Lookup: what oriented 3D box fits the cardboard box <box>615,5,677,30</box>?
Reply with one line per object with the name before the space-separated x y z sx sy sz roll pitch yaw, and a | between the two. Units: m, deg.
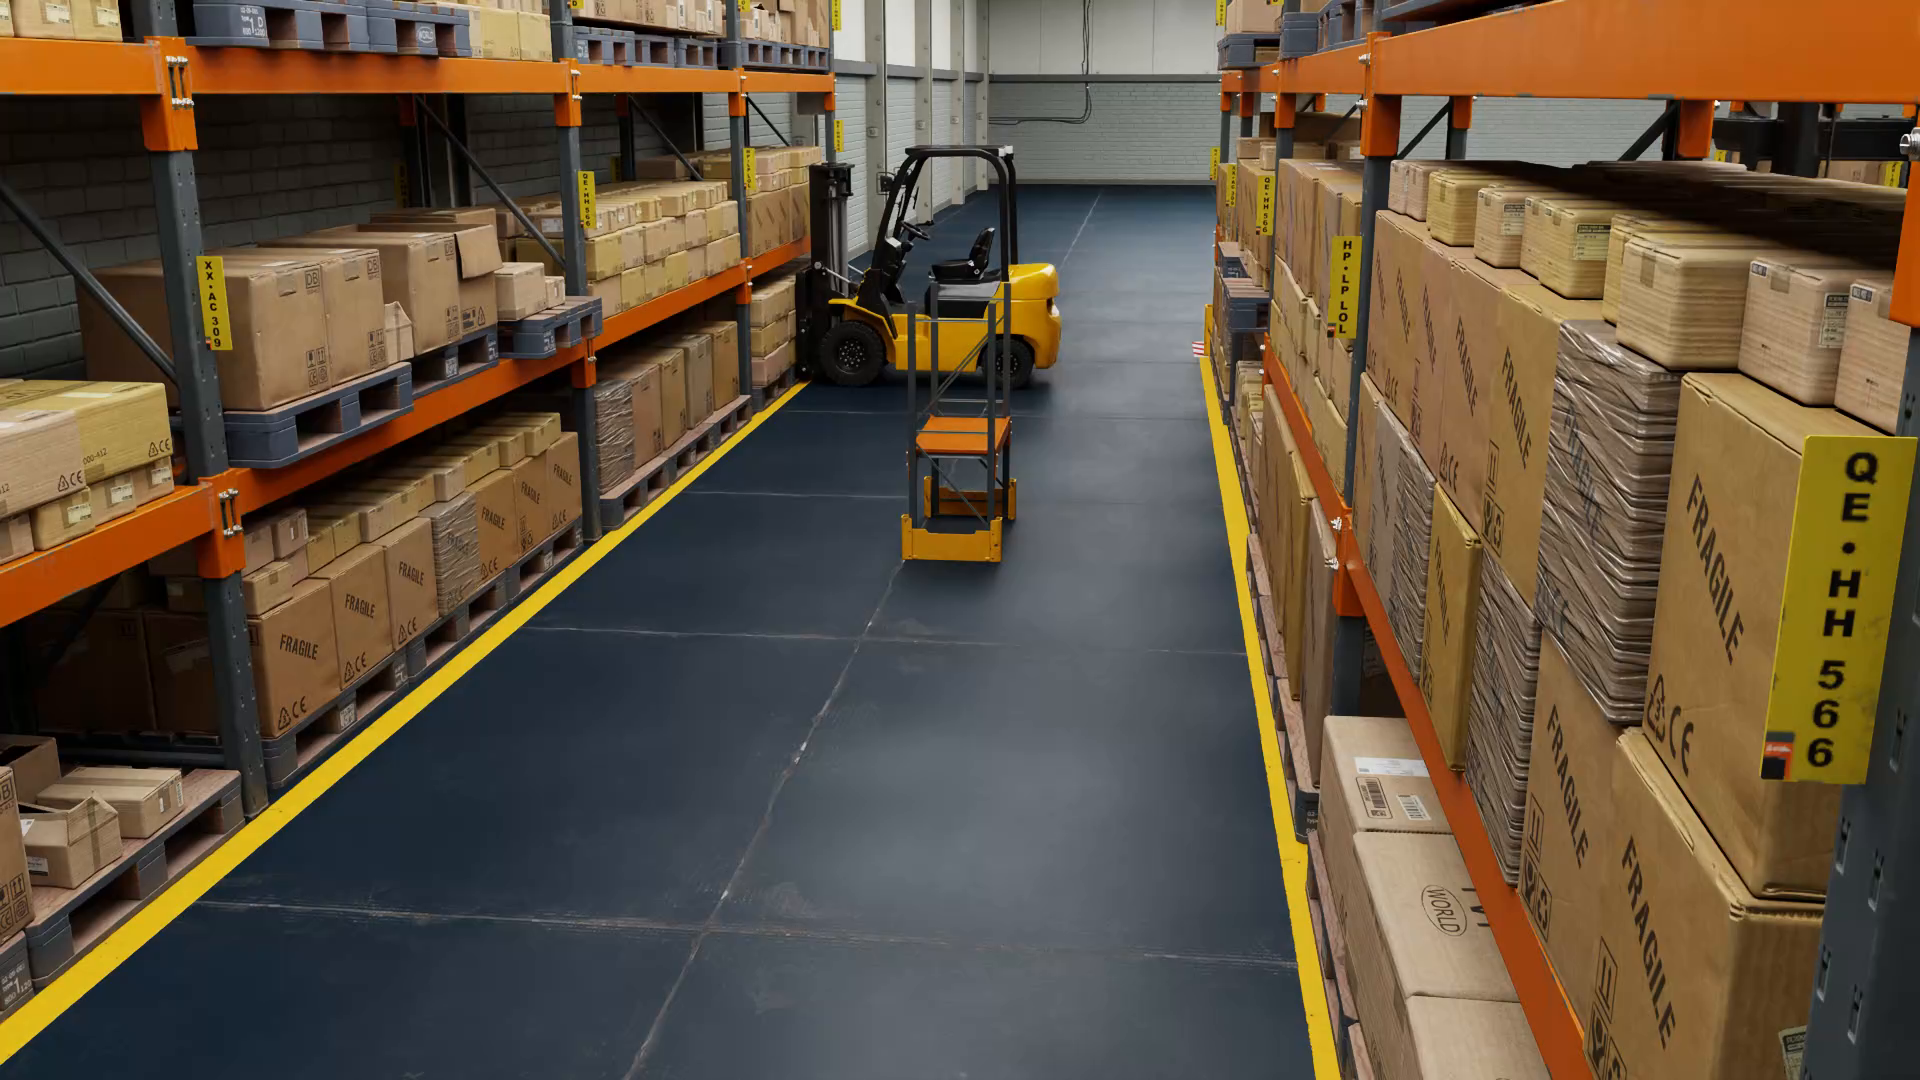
cardboard box | -2.158 -3.581 11.399 0.380 0.149 0.250 2 15 6

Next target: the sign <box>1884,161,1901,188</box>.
sign | 7.062 -2.705 12.610 0.100 0.325 0.005 2 15 6

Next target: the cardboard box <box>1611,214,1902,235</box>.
cardboard box | 1.291 -0.449 2.727 0.380 0.149 0.250 2 15 6

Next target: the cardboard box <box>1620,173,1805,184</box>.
cardboard box | 1.876 -0.837 4.161 0.380 0.149 0.250 2 15 6

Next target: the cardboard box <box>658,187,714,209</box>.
cardboard box | -2.056 -2.563 12.459 0.380 0.149 0.250 1 15 5

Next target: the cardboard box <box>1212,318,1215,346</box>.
cardboard box | 2.769 -2.064 16.513 0.500 0.250 0.500 2 15 6

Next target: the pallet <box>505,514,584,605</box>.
pallet | -2.822 0.078 9.469 1.003 0.211 1.213 2 15 6

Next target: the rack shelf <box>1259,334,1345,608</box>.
rack shelf | 2.007 -0.449 7.455 1.077 0.370 4.000 2 15 6

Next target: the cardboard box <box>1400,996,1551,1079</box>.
cardboard box | 1.400 1.382 3.409 0.875 0.438 0.875 2 15 8

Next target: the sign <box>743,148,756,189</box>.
sign | -1.709 -3.005 13.463 0.100 0.325 0.005 2 15 6

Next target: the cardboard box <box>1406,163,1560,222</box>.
cardboard box | 1.474 -0.981 4.693 0.380 0.149 0.250 2 15 7

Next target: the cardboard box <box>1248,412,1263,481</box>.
cardboard box | 2.381 -0.587 10.817 0.950 0.372 0.625 1 15 5

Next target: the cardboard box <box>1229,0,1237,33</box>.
cardboard box | 2.163 -3.660 11.686 0.500 0.250 0.500 1 15 6

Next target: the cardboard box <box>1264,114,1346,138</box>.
cardboard box | 3.080 -3.534 14.808 0.700 0.500 0.500 2 15 6

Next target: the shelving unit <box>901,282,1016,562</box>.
shelving unit | 0.009 -0.744 10.039 0.587 1.500 1.083 2 15 6

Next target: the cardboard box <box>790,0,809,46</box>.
cardboard box | -1.820 -4.898 15.595 0.700 0.500 0.500 2 15 7

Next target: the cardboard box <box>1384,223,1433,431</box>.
cardboard box | 1.423 -0.562 4.385 0.500 0.500 0.500 1 15 6

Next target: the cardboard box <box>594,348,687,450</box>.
cardboard box | -2.474 -1.023 11.942 0.875 0.625 0.625 1 15 4

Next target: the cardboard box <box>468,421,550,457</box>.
cardboard box | -2.504 -0.562 9.237 0.380 0.149 0.250 1 15 3

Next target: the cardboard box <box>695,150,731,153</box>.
cardboard box | -2.302 -3.626 15.820 0.380 0.149 0.250 1 15 5

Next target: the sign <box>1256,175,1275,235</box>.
sign | 1.692 -1.849 9.189 0.100 0.325 0.005 2 15 6

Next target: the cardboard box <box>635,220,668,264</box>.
cardboard box | -2.273 -2.002 11.150 0.500 0.250 0.500 1 15 5

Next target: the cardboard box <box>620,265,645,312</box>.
cardboard box | -2.346 -1.626 10.717 0.500 0.250 0.500 1 15 5

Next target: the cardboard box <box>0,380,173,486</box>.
cardboard box | -2.967 -0.355 5.446 0.500 0.250 0.500 2 15 8

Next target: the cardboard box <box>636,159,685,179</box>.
cardboard box | -2.513 -3.095 13.856 0.380 0.149 0.250 2 15 6

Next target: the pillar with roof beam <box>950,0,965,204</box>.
pillar with roof beam | 4.214 -12.375 38.688 9.100 9.000 0.400 2 15 6

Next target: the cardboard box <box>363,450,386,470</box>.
cardboard box | -3.178 -0.372 8.532 0.380 0.149 0.250 1 15 5

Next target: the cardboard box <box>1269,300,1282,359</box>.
cardboard box | 1.927 -1.123 8.857 0.500 0.250 0.500 1 15 5

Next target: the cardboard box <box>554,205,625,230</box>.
cardboard box | -2.339 -2.033 10.498 0.380 0.149 0.250 2 15 8

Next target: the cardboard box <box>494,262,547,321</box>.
cardboard box | -2.498 -1.308 8.734 0.500 0.250 0.500 1 15 4

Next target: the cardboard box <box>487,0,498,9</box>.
cardboard box | -2.605 -2.795 8.531 0.380 0.149 0.250 2 15 8

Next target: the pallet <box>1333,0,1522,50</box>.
pallet | 1.835 -1.873 5.961 0.805 0.209 1.217 1 15 4

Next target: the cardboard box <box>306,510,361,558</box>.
cardboard box | -2.857 -0.030 7.268 0.380 0.149 0.250 1 15 5

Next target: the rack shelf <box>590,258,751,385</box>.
rack shelf | -2.474 -1.632 11.829 1.077 0.370 4.000 2 15 6

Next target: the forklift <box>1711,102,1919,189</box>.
forklift | 4.896 -1.364 9.592 1.130 2.935 3.031 2 15 7

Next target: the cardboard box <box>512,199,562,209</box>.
cardboard box | -2.791 -2.180 11.043 0.380 0.149 0.250 2 15 6

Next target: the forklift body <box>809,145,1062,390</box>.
forklift body | -0.199 -2.580 15.583 2.313 2.155 1.214 2 15 6

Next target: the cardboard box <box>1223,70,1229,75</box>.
cardboard box | 2.775 -4.640 16.311 0.380 0.149 0.250 2 15 6

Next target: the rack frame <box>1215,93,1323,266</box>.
rack frame | 3.135 -3.390 16.953 1.000 3.000 0.127 2 15 6

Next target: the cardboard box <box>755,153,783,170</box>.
cardboard box | -1.841 -3.478 15.276 0.380 0.149 0.250 2 15 6

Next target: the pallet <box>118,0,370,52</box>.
pallet | -3.008 -1.947 6.231 1.213 0.211 1.003 2 15 6

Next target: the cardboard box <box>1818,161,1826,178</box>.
cardboard box | 7.885 -3.341 14.416 0.875 0.550 0.500 2 15 6

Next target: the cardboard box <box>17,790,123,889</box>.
cardboard box | -2.963 0.940 5.373 0.396 0.266 0.258 2 15 8

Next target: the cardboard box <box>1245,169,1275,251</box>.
cardboard box | 2.111 -2.101 10.621 0.500 0.500 0.500 1 15 2

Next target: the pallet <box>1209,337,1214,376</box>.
pallet | 3.000 -1.815 16.469 1.003 0.211 1.213 2 15 6

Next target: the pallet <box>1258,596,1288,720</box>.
pallet | 1.928 0.549 7.729 1.003 0.211 1.213 2 15 6

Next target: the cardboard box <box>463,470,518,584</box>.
cardboard box | -2.658 -0.075 8.678 0.500 0.500 0.500 2 15 9

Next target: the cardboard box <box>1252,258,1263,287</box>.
cardboard box | 1.978 -1.627 10.109 0.380 0.149 0.250 2 15 6

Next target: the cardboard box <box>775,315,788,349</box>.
cardboard box | -1.833 -1.862 14.806 0.500 0.250 0.500 2 15 6

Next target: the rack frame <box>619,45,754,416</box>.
rack frame | -2.249 -2.498 13.653 1.000 3.000 0.127 2 15 6

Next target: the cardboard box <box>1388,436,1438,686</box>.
cardboard box | 1.344 0.047 4.050 0.500 0.500 0.500 2 15 7

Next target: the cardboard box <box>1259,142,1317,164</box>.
cardboard box | 2.259 -2.664 11.459 0.380 0.149 0.250 3 15 9

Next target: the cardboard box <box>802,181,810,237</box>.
cardboard box | -1.717 -3.181 15.988 0.500 0.500 0.500 1 15 5

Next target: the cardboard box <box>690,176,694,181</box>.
cardboard box | -2.474 -3.016 14.136 0.380 0.149 0.250 1 15 5

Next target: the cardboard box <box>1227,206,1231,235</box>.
cardboard box | 2.592 -2.936 14.510 0.500 0.500 0.500 2 15 8

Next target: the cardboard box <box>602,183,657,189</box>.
cardboard box | -2.584 -2.706 12.990 0.380 0.149 0.250 1 15 4

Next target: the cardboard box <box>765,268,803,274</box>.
cardboard box | -1.638 -2.501 16.213 0.500 0.250 0.500 2 15 7
